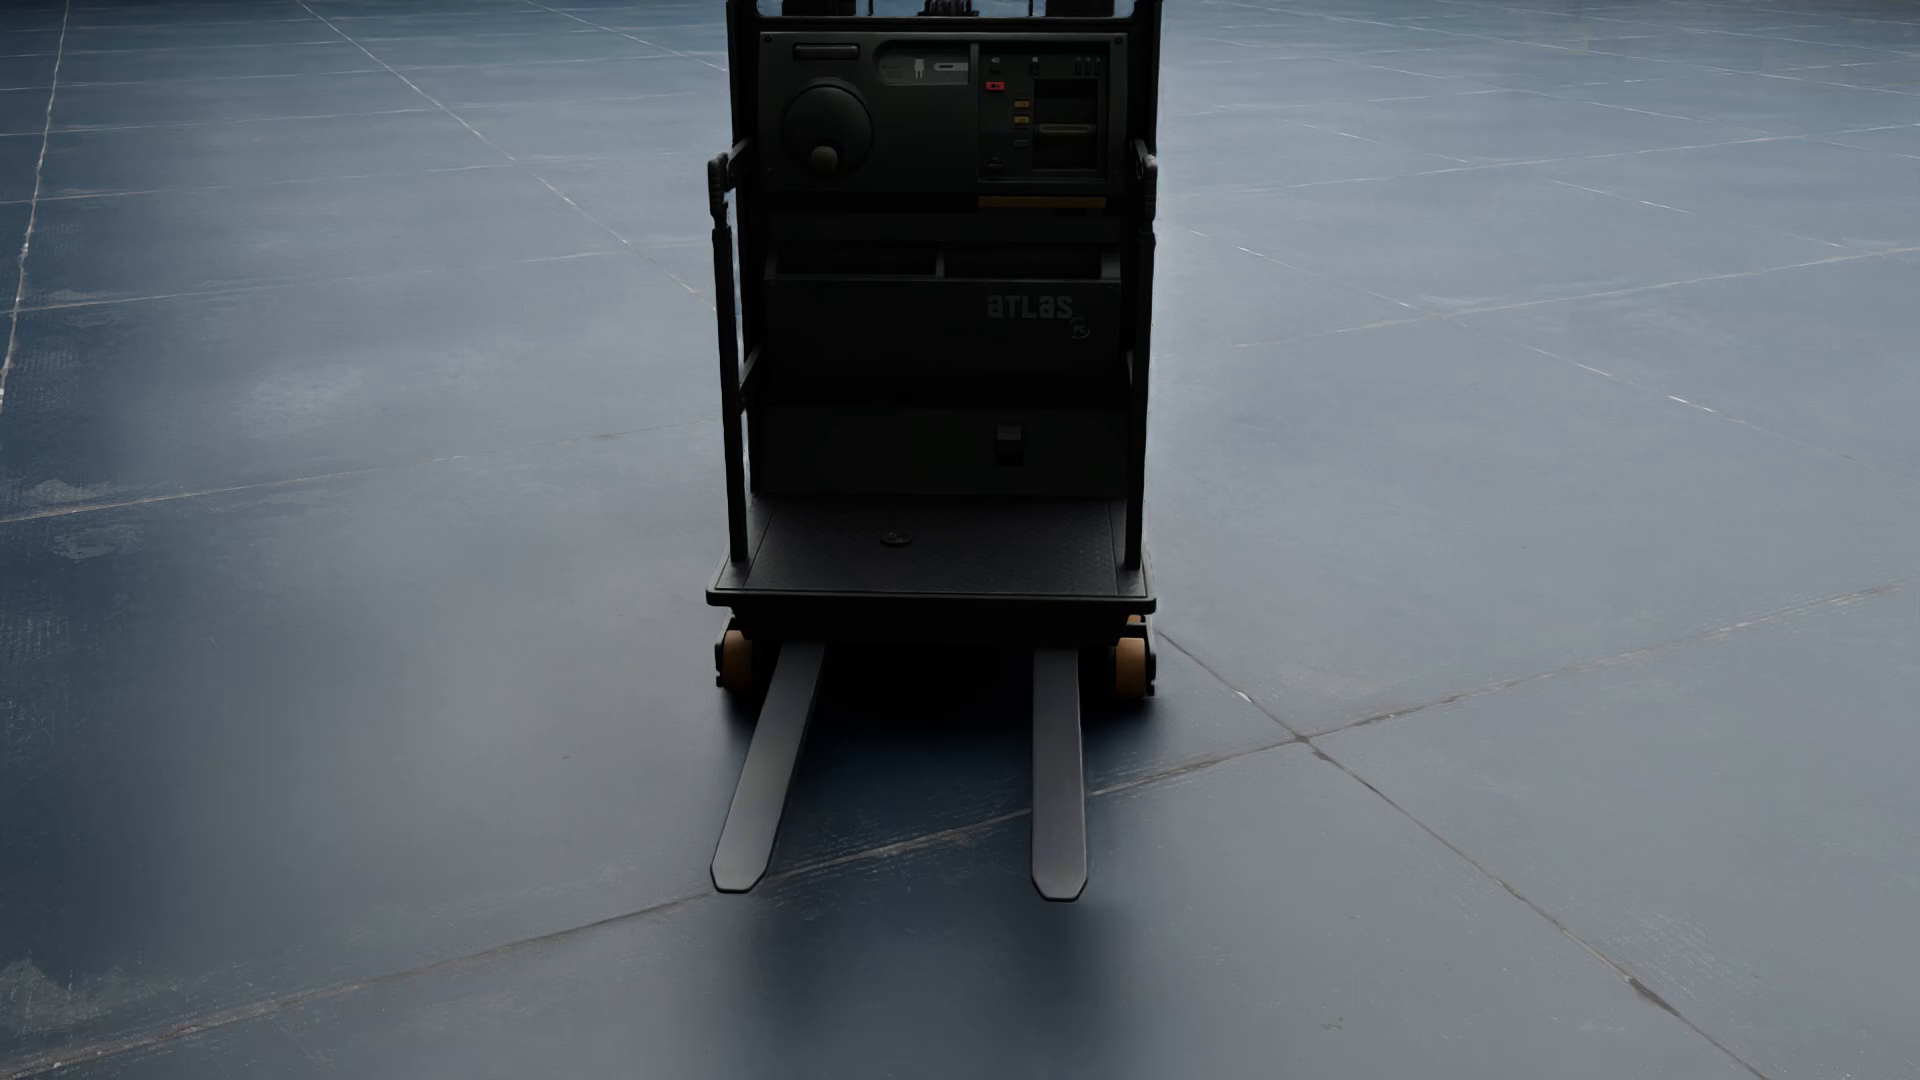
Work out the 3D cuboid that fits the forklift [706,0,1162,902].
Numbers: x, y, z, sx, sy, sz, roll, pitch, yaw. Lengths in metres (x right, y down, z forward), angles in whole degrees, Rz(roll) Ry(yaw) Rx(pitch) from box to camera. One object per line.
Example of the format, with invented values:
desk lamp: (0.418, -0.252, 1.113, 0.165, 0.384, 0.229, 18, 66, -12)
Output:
forklift: (-0.052, -1.069, 4.001, 1.130, 2.935, 3.031, 1, 23, 2)
